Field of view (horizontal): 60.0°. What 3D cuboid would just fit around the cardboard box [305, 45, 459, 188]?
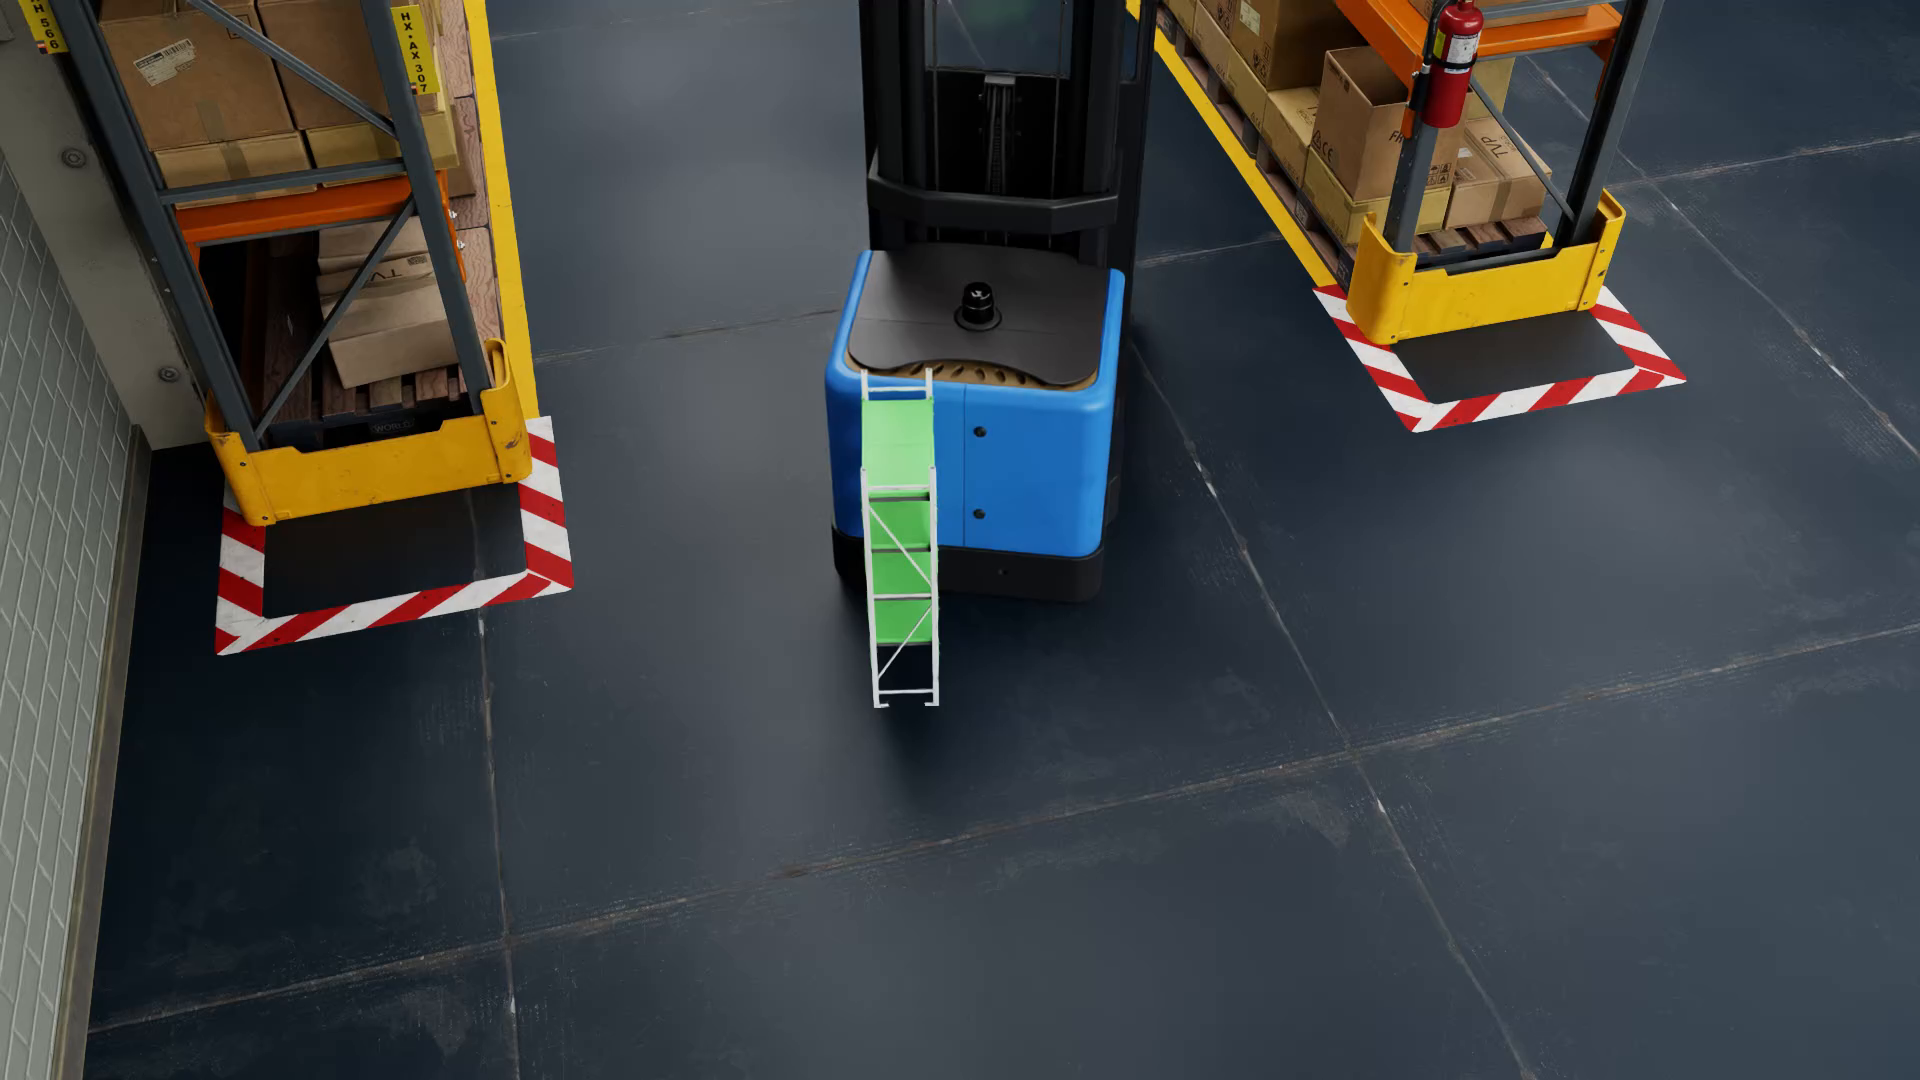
[{"bbox_3d":[-2.204,-1.618,6.326,0.500,0.250,0.500,-12,47,-11],"label":"cardboard box"}]

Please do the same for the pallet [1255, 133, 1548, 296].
[{"bbox_3d":[2.165,-1.721,8.289,1.003,0.211,1.213,-11,47,-10],"label":"pallet"}]

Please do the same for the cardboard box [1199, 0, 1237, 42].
[{"bbox_3d":[1.580,-2.973,8.669,0.500,0.500,0.500,-11,47,-10],"label":"cardboard box"}]

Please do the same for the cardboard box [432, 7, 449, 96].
[{"bbox_3d":[-2.351,-1.974,6.675,0.500,0.250,0.500,-12,47,-12],"label":"cardboard box"}]

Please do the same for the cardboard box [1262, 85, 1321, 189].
[{"bbox_3d":[1.839,-2.020,8.261,0.500,0.250,0.500,-11,47,-10],"label":"cardboard box"}]

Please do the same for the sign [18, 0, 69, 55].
[{"bbox_3d":[-2.928,-1.696,5.280,0.100,0.325,0.005,-11,47,-10],"label":"sign"}]

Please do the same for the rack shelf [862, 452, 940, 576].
[{"bbox_3d":[-0.207,-0.105,5.766,0.258,0.148,0.480,-2,46,-1],"label":"rack shelf"}]

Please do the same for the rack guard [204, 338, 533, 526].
[{"bbox_3d":[-2.405,-0.446,6.837,1.175,0.500,0.348,-11,47,-10],"label":"rack guard"}]

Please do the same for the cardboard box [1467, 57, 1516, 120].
[{"bbox_3d":[2.350,-2.379,8.088,0.500,0.500,0.500,-11,47,-10],"label":"cardboard box"}]

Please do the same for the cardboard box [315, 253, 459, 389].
[{"bbox_3d":[-2.476,-0.975,7.180,0.500,0.311,0.500,-16,48,-15],"label":"cardboard box"}]

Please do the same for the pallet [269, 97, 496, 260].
[{"bbox_3d":[-2.888,-1.753,8.320,1.003,0.211,1.213,-11,47,-10],"label":"pallet"}]

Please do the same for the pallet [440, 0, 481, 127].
[{"bbox_3d":[-3.204,-2.597,9.147,1.003,0.211,1.213,-11,47,-10],"label":"pallet"}]

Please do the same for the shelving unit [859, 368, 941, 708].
[{"bbox_3d":[-0.207,0.019,5.892,0.258,1.200,0.503,-2,46,-1],"label":"shelving unit"}]

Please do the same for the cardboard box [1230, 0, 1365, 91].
[{"bbox_3d":[1.707,-2.627,8.331,0.500,0.500,0.500,-11,47,-10],"label":"cardboard box"}]

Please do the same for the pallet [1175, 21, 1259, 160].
[{"bbox_3d":[1.857,-2.562,9.112,1.003,0.211,1.213,-11,47,-10],"label":"pallet"}]

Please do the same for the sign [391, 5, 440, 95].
[{"bbox_3d":[-1.862,-1.671,5.681,0.100,0.325,0.005,-11,47,-10],"label":"sign"}]

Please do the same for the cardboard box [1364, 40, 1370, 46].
[{"bbox_3d":[2.209,-2.722,8.424,0.500,0.500,0.500,-11,47,-10],"label":"cardboard box"}]

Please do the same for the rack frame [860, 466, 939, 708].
[{"bbox_3d":[-0.198,0.193,5.721,0.240,1.200,0.015,-2,46,-1],"label":"rack frame"}]

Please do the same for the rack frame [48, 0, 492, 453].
[{"bbox_3d":[-2.386,-1.268,5.893,1.000,3.000,0.127,-11,47,-10],"label":"rack frame"}]

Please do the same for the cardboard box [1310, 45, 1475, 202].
[{"bbox_3d":[1.977,-1.939,7.657,0.500,0.500,0.500,-11,47,-10],"label":"cardboard box"}]

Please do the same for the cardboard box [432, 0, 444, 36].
[{"bbox_3d":[-2.475,-2.326,7.021,0.500,0.250,0.500,-11,47,-11],"label":"cardboard box"}]

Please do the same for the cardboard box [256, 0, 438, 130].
[{"bbox_3d":[-2.218,-1.870,6.048,0.500,0.500,0.500,-11,47,-10],"label":"cardboard box"}]

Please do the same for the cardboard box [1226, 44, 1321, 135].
[{"bbox_3d":[1.709,-2.365,8.599,0.500,0.250,0.500,-11,47,-10],"label":"cardboard box"}]

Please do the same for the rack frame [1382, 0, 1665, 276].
[{"bbox_3d":[2.402,-2.177,6.783,1.000,3.000,0.127,-11,47,-10],"label":"rack frame"}]

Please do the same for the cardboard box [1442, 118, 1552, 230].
[{"bbox_3d":[2.479,-1.772,8.018,0.500,0.250,0.500,-11,47,-10],"label":"cardboard box"}]

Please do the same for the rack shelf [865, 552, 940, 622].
[{"bbox_3d":[-0.207,0.063,5.937,0.258,0.148,0.480,-2,46,-1],"label":"rack shelf"}]

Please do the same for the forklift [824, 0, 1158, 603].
[{"bbox_3d":[0.206,-1.845,6.506,1.130,2.935,3.031,5,46,5],"label":"forklift"}]

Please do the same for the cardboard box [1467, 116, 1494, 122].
[{"bbox_3d":[2.348,-2.117,8.355,0.500,0.250,0.500,-11,47,-10],"label":"cardboard box"}]

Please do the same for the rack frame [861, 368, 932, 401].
[{"bbox_3d":[-0.216,-0.155,6.062,0.240,1.200,0.015,-2,46,-1],"label":"rack frame"}]

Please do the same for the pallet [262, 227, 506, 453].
[{"bbox_3d":[-2.579,-0.912,7.496,1.003,0.211,1.213,-11,47,-10],"label":"pallet"}]

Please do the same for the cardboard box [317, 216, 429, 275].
[{"bbox_3d":[-2.622,-1.369,7.566,0.500,0.311,0.500,-7,46,-7],"label":"cardboard box"}]

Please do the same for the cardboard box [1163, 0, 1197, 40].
[{"bbox_3d":[1.449,-3.055,9.275,0.500,0.250,0.500,-11,47,-10],"label":"cardboard box"}]

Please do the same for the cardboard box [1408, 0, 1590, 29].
[{"bbox_3d":[2.294,-2.536,7.065,0.700,0.500,0.500,-11,47,-10],"label":"cardboard box"}]

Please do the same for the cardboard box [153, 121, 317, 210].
[{"bbox_3d":[-2.693,-1.510,6.221,0.500,0.250,0.500,-10,46,-10],"label":"cardboard box"}]

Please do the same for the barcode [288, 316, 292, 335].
[{"bbox_3d":[-2.867,-0.918,7.117,0.001,0.075,0.075,-11,47,-10],"label":"barcode"}]

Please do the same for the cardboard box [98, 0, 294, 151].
[{"bbox_3d":[-2.712,-1.772,5.952,0.500,0.500,0.500,-11,47,-11],"label":"cardboard box"}]

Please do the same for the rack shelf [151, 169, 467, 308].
[{"bbox_3d":[-2.898,-2.397,7.503,1.077,0.370,4.000,-11,47,-10],"label":"rack shelf"}]

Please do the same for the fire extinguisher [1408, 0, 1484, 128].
[{"bbox_3d":[1.983,-1.983,6.647,0.296,0.674,0.183,-11,47,-10],"label":"fire extinguisher"}]

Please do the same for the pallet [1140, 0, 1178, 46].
[{"bbox_3d":[1.541,-3.405,9.940,1.003,0.211,1.213,-11,47,-10],"label":"pallet"}]

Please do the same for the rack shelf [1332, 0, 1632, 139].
[{"bbox_3d":[1.890,-3.306,8.393,1.077,0.370,4.000,-11,47,-10],"label":"rack shelf"}]

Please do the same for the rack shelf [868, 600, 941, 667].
[{"bbox_3d":[-0.207,0.231,6.109,0.258,0.148,0.480,-2,46,-1],"label":"rack shelf"}]

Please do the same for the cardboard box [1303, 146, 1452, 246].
[{"bbox_3d":[1.979,-1.677,7.925,0.500,0.250,0.500,-11,47,-10],"label":"cardboard box"}]

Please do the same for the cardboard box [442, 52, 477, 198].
[{"bbox_3d":[-2.762,-1.951,8.004,0.700,0.500,0.500,-13,47,-13],"label":"cardboard box"}]

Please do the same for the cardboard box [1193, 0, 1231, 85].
[{"bbox_3d":[1.583,-2.711,8.938,0.500,0.250,0.500,-11,47,-10],"label":"cardboard box"}]

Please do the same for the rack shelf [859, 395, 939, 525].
[{"bbox_3d":[-0.207,-0.273,5.594,0.258,0.148,0.480,-2,46,-1],"label":"rack shelf"}]

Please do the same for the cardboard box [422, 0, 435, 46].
[{"bbox_3d":[-2.335,-2.213,6.384,0.500,0.500,0.500,-11,47,-10],"label":"cardboard box"}]

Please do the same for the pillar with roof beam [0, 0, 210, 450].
[{"bbox_3d":[0.760,-4.480,4.840,9.100,9.000,0.400,-11,47,-10],"label":"pillar with roof beam"}]

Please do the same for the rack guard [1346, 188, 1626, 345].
[{"bbox_3d":[2.408,-1.285,7.659,1.175,0.500,0.348,-11,47,-10],"label":"rack guard"}]
